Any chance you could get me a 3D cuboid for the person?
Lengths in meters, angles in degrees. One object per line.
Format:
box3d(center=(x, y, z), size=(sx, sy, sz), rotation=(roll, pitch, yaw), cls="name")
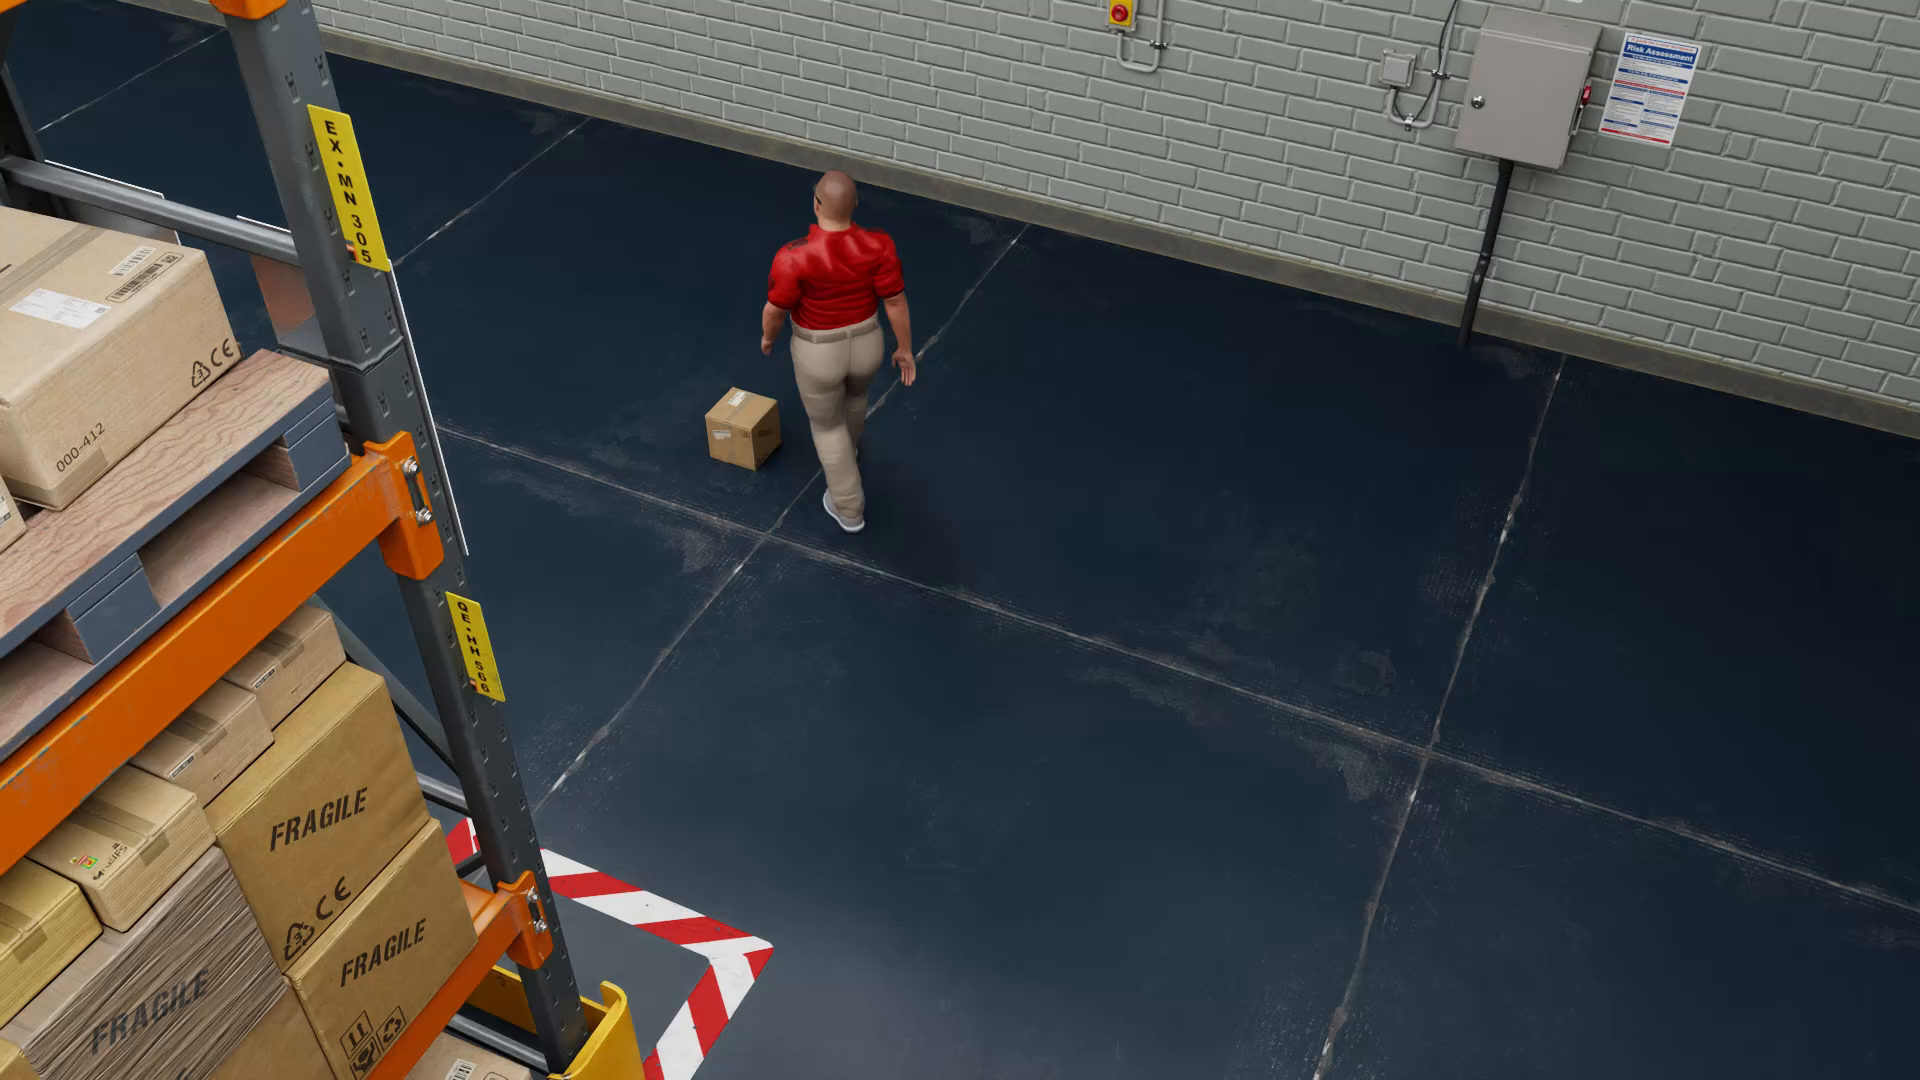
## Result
box3d(center=(-0.594, -0.900, 7.172), size=(0.594, 1.702, 0.779), rotation=(-19, 45, -20), cls="person")
